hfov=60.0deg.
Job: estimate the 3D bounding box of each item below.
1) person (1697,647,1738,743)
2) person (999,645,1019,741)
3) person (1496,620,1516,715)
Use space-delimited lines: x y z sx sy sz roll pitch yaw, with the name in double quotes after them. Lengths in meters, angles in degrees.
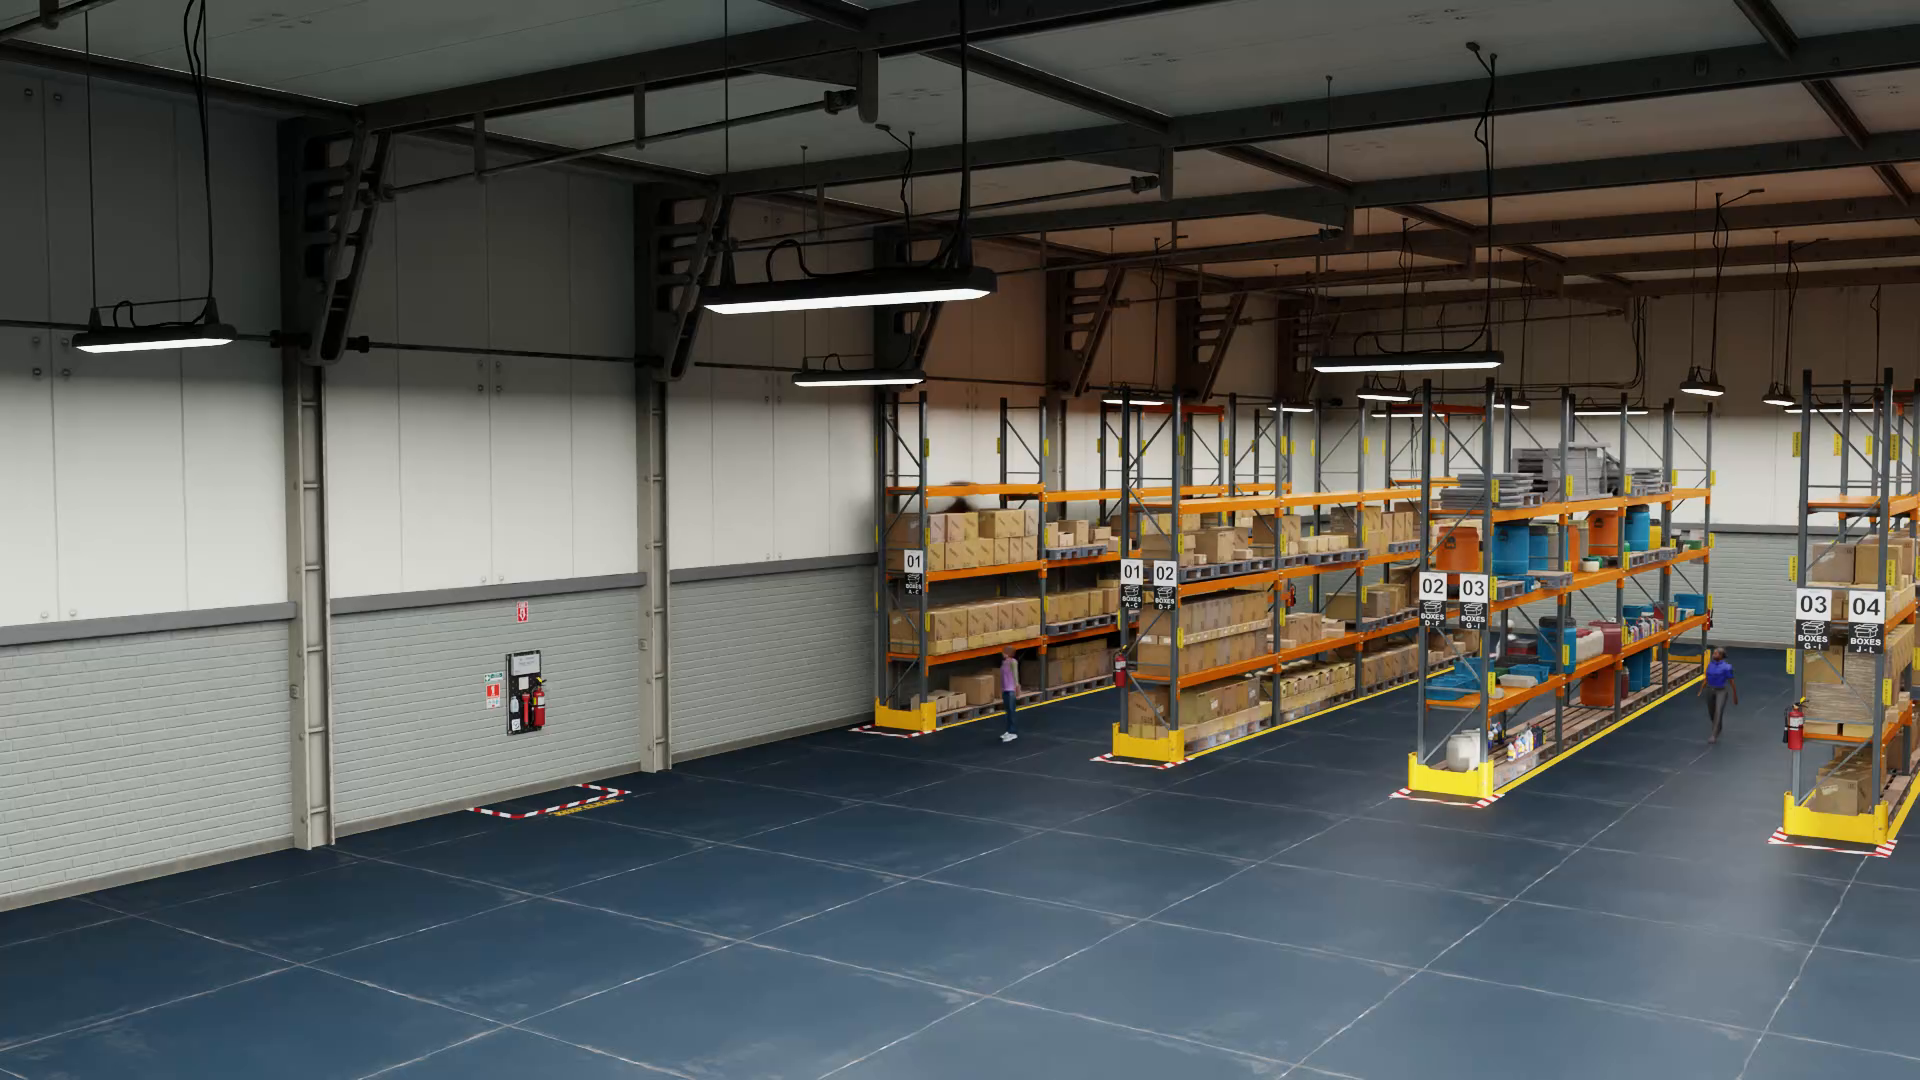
12.942 2.628 28.387 0.617 1.587 1.045 3 4 43 "person"
0.822 2.615 28.566 0.397 1.606 0.508 -2 4 -25 "person"
10.181 2.415 31.202 0.711 1.833 0.709 -2 4 -32 "person"
